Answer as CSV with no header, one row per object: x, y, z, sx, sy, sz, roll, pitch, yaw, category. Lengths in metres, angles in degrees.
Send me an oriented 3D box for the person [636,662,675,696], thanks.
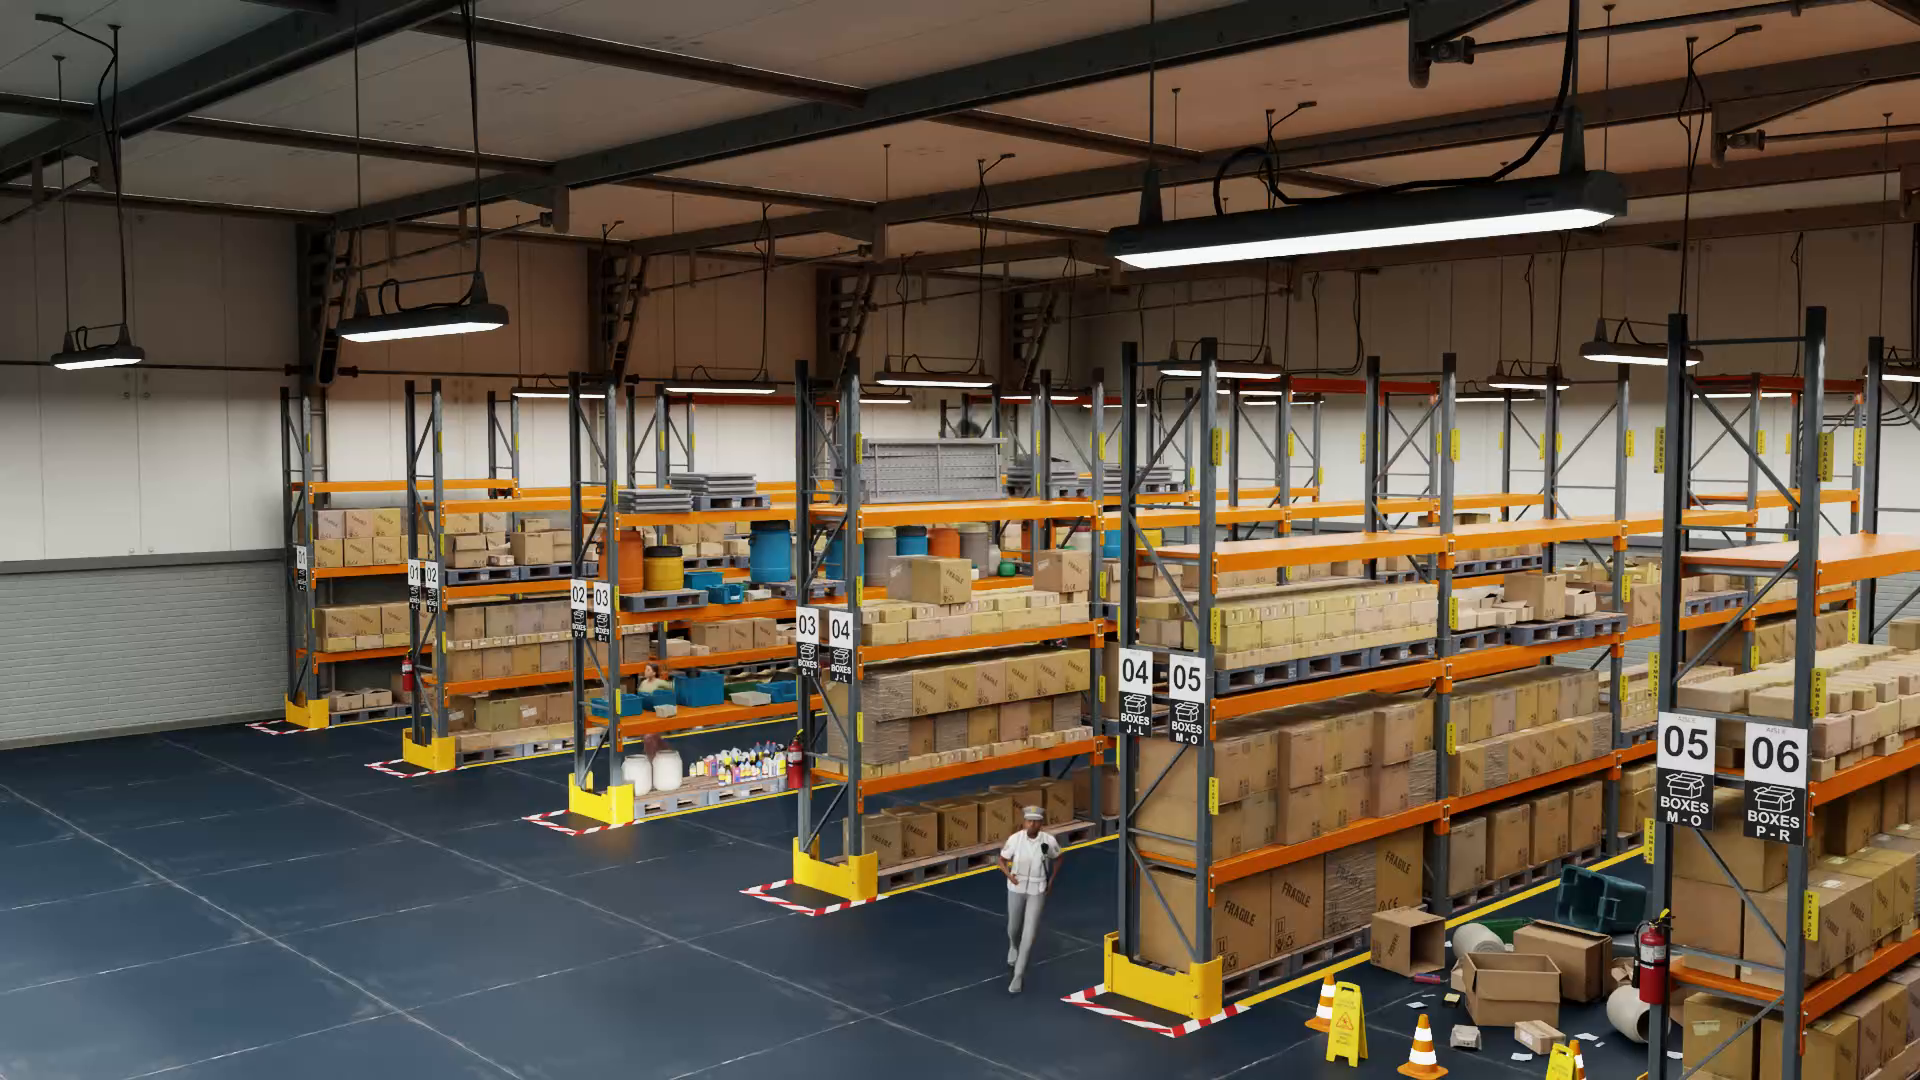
-4.643,2.706,25.241,0.576,1.715,0.831,3,5,39,person

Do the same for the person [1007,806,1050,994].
0.637,3.322,15.691,0.447,1.694,0.869,1,4,8,person
